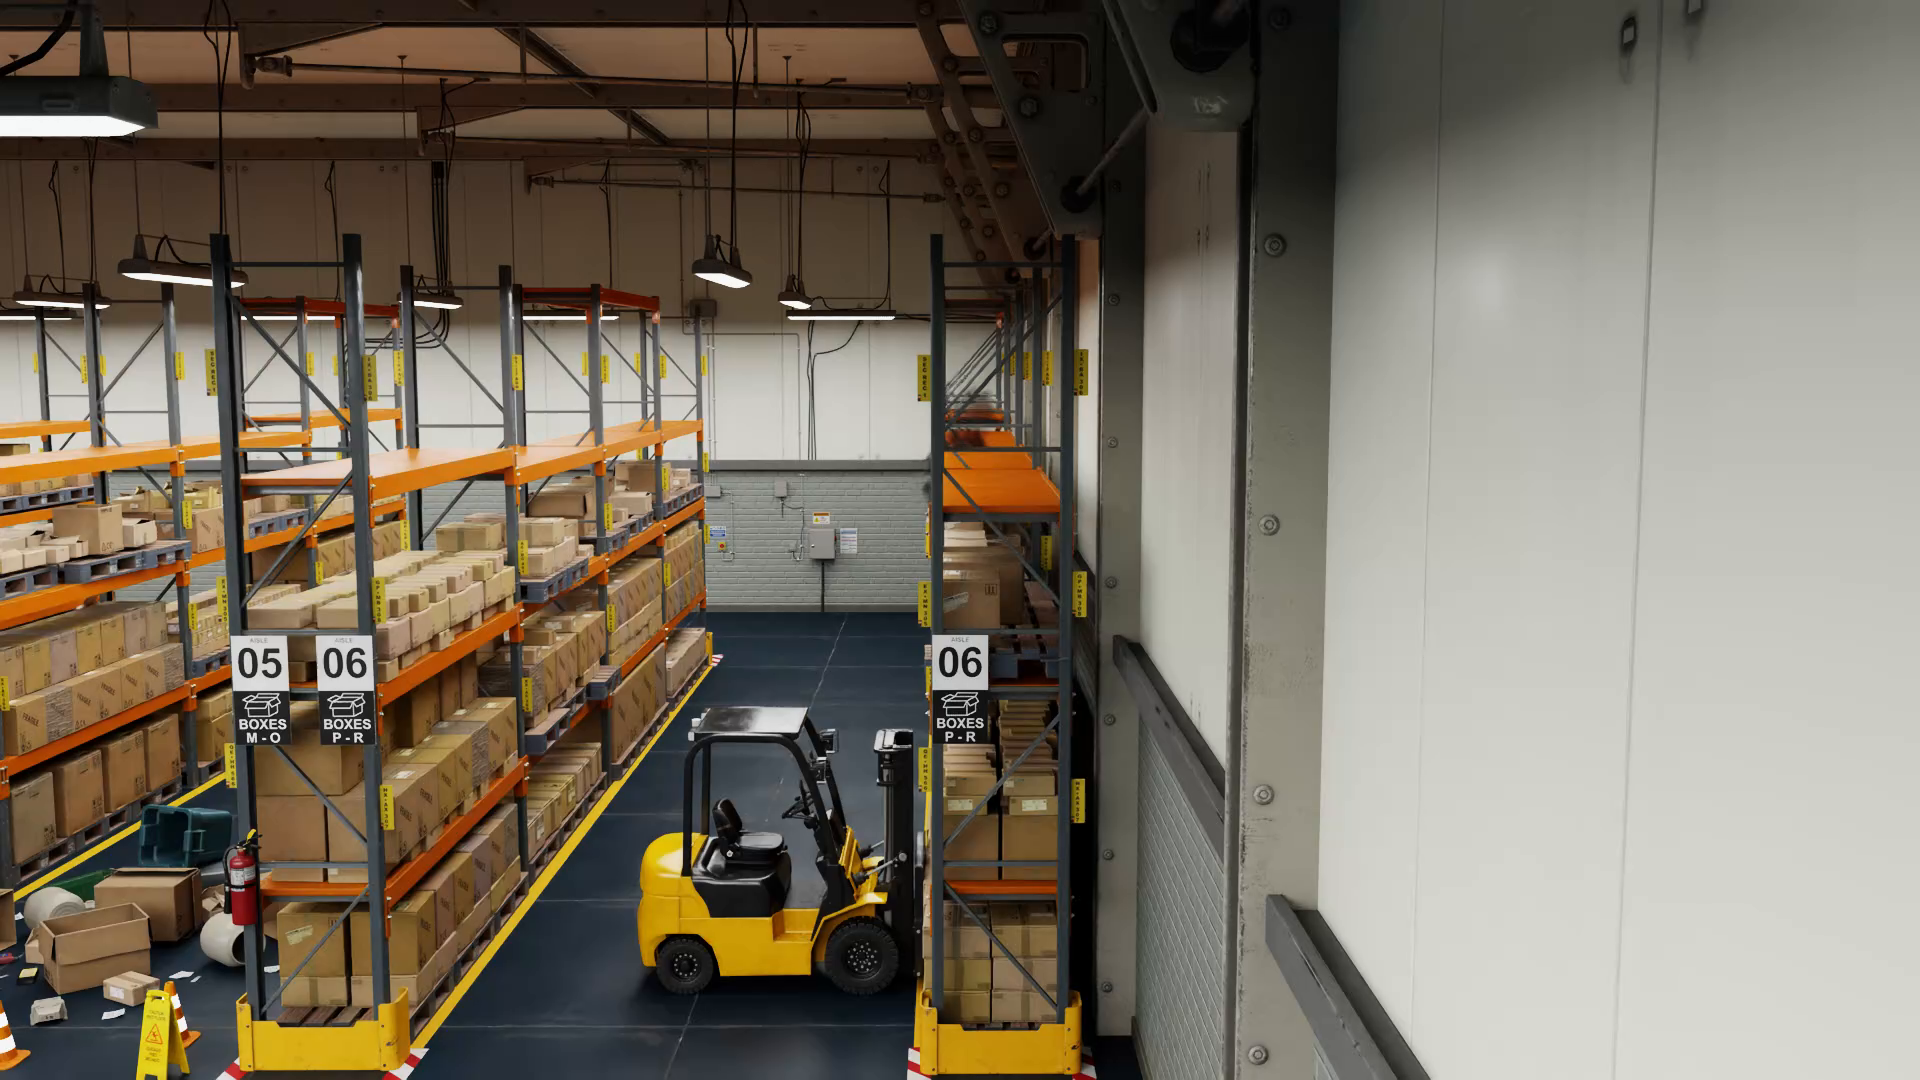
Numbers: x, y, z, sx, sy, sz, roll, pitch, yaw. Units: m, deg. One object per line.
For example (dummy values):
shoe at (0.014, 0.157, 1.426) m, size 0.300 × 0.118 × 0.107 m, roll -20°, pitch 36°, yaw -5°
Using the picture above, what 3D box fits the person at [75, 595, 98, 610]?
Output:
person at (-12.859, 1.564, 24.629) m, size 0.711 × 1.748 × 0.963 m, roll 0°, pitch 6°, yaw -3°
